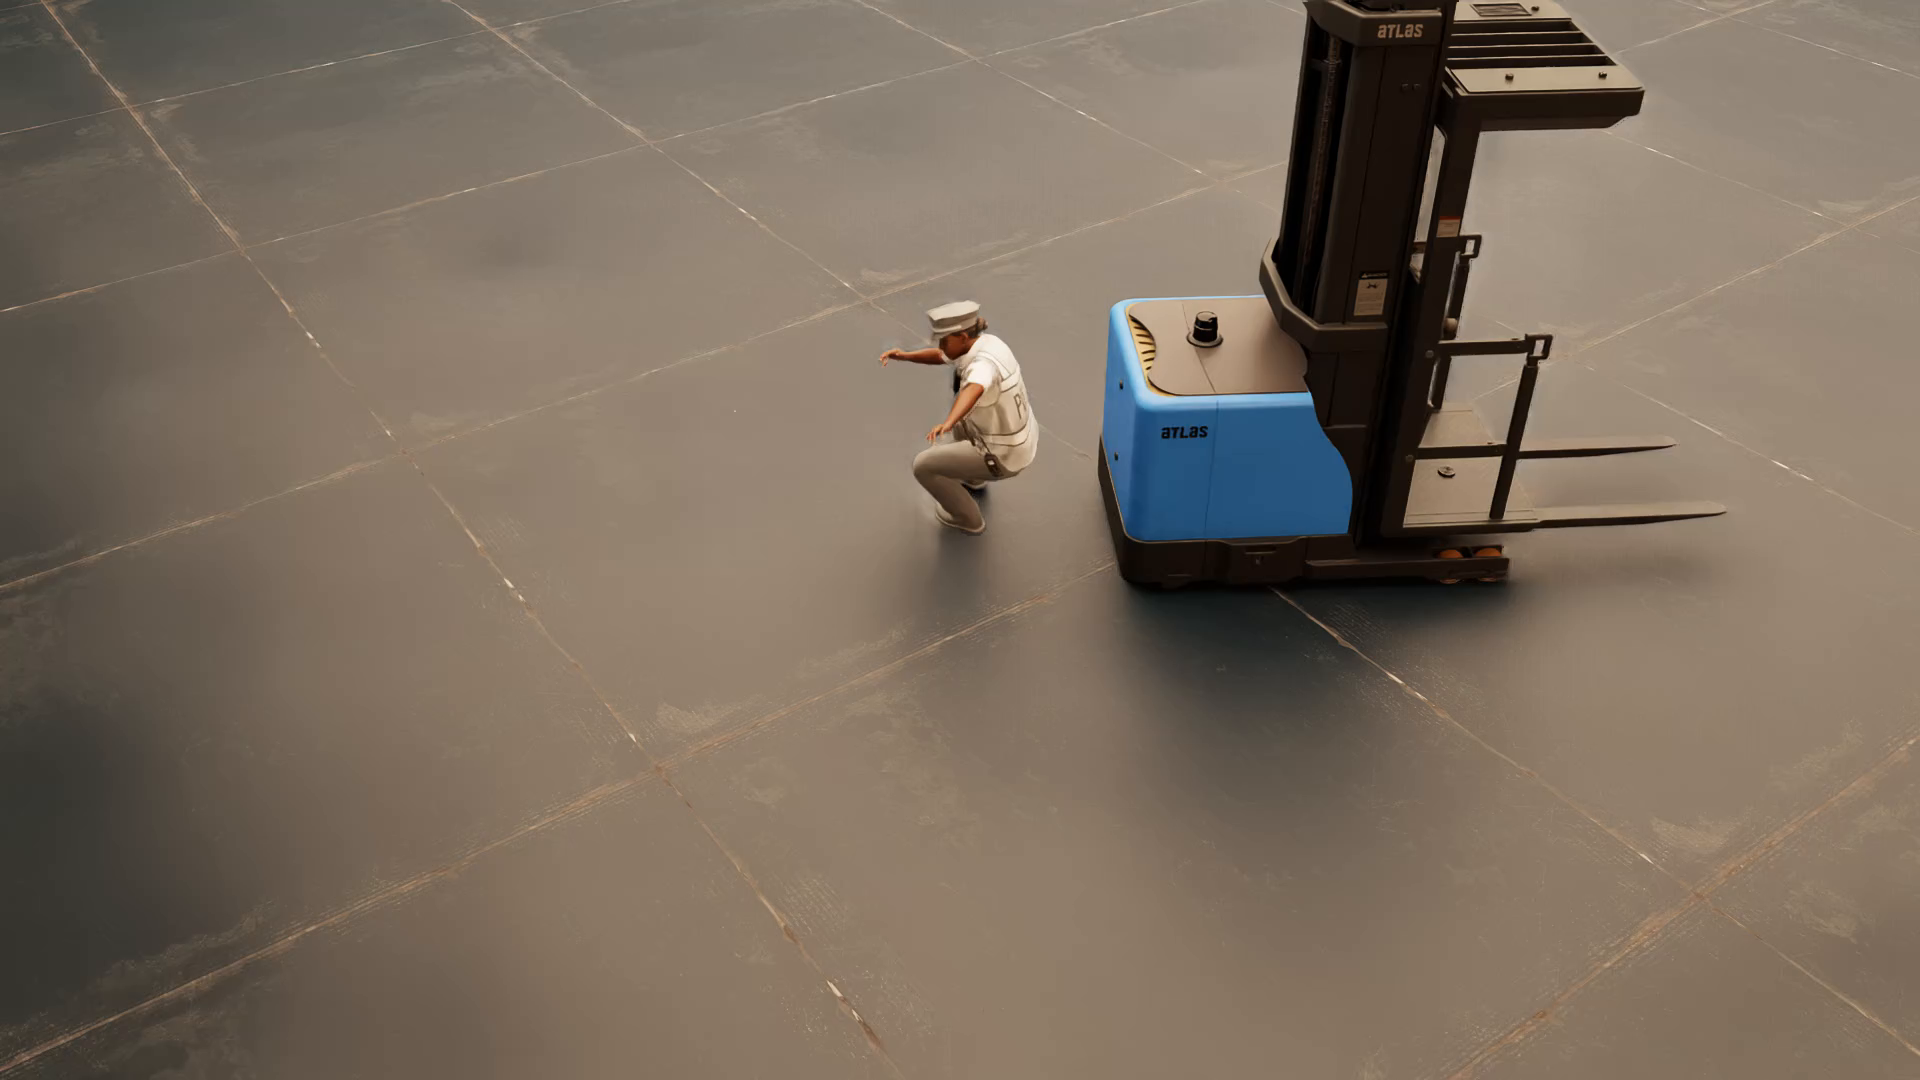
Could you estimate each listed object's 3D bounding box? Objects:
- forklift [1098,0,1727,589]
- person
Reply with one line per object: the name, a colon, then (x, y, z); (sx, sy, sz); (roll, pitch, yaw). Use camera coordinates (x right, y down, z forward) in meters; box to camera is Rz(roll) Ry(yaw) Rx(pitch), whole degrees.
forklift: (2.265, -1.279, 7.674); (3.031, 2.935, 1.130); (-2, 37, -3)
person: (-0.017, -0.474, 7.922); (0.752, 1.376, 1.490); (6, 37, 8)
